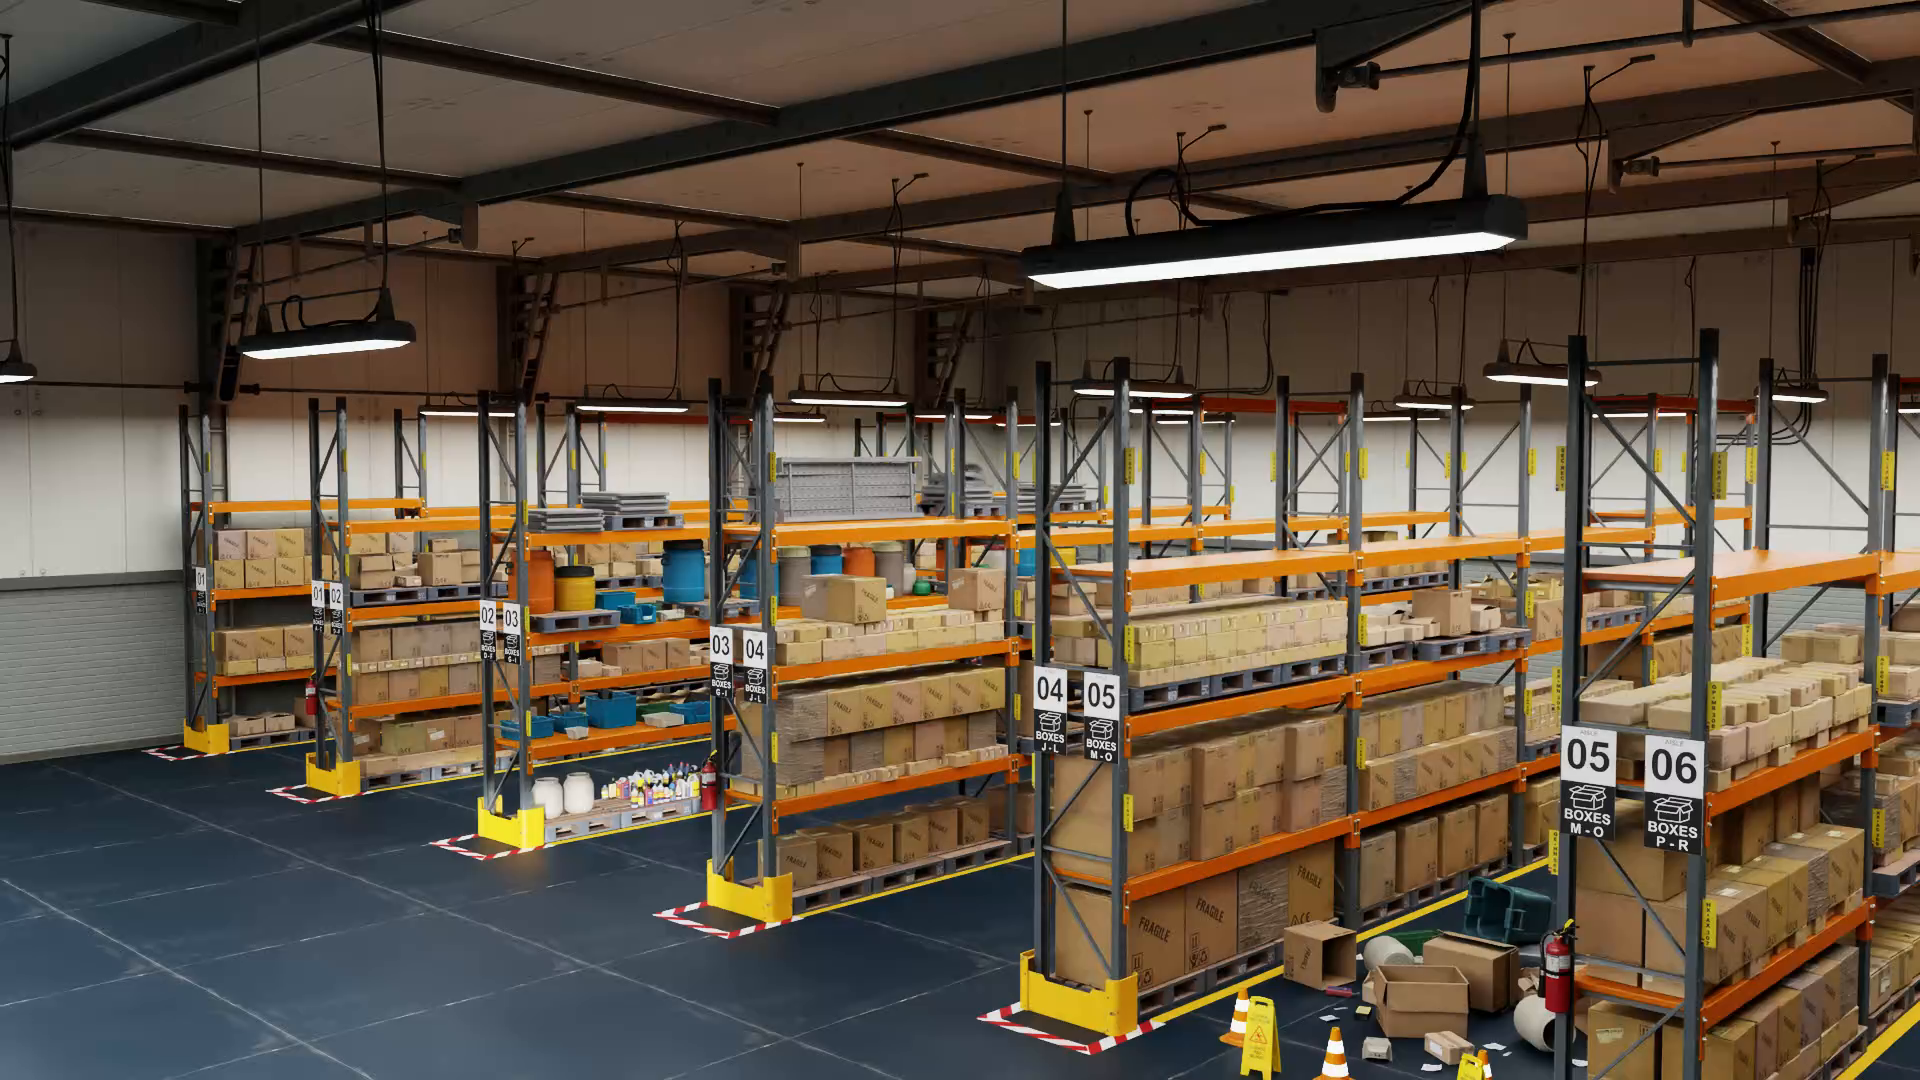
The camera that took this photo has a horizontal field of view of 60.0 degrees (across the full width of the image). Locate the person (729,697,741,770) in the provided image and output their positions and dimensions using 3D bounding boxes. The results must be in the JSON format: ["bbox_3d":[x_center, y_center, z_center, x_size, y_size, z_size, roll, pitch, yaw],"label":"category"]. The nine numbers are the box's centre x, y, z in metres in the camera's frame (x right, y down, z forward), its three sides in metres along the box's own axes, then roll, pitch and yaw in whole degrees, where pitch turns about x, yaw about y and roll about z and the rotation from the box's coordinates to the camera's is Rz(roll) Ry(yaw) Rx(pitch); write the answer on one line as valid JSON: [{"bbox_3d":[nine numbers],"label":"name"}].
[{"bbox_3d":[-3.443,2.992,26.601,1.037,1.503,0.611,0,3,-7],"label":"person"}]
